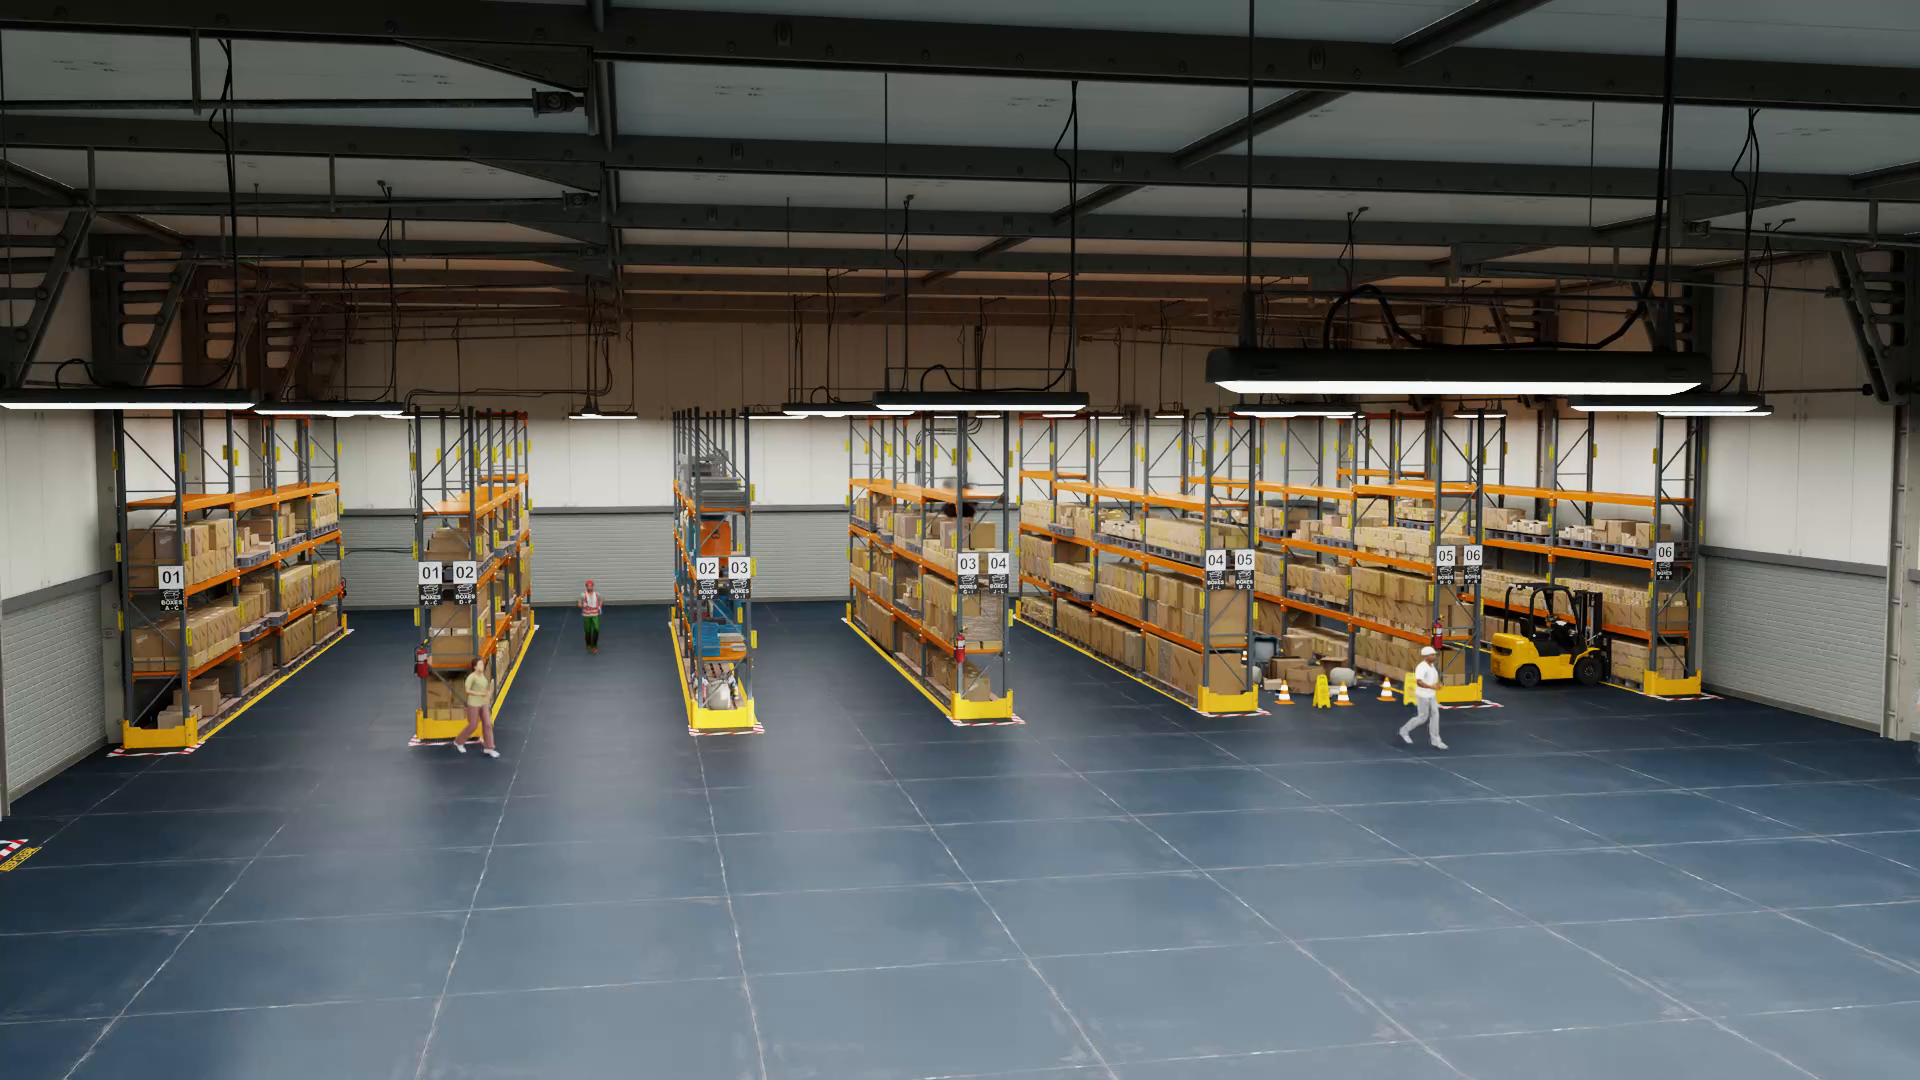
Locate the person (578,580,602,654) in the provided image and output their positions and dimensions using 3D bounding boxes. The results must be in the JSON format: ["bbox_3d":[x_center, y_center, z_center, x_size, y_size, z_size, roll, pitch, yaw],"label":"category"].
[{"bbox_3d":[-9.127,1.910,41.146,0.631,1.823,0.694,-1,4,-19],"label":"person"}]

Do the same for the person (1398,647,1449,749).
[{"bbox_3d":[8.177,2.756,29.248,0.864,1.784,0.726,3,5,35],"label":"person"}]

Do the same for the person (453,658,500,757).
[{"bbox_3d":[-8.294,2.855,28.505,0.858,1.693,0.592,1,4,20],"label":"person"}]
